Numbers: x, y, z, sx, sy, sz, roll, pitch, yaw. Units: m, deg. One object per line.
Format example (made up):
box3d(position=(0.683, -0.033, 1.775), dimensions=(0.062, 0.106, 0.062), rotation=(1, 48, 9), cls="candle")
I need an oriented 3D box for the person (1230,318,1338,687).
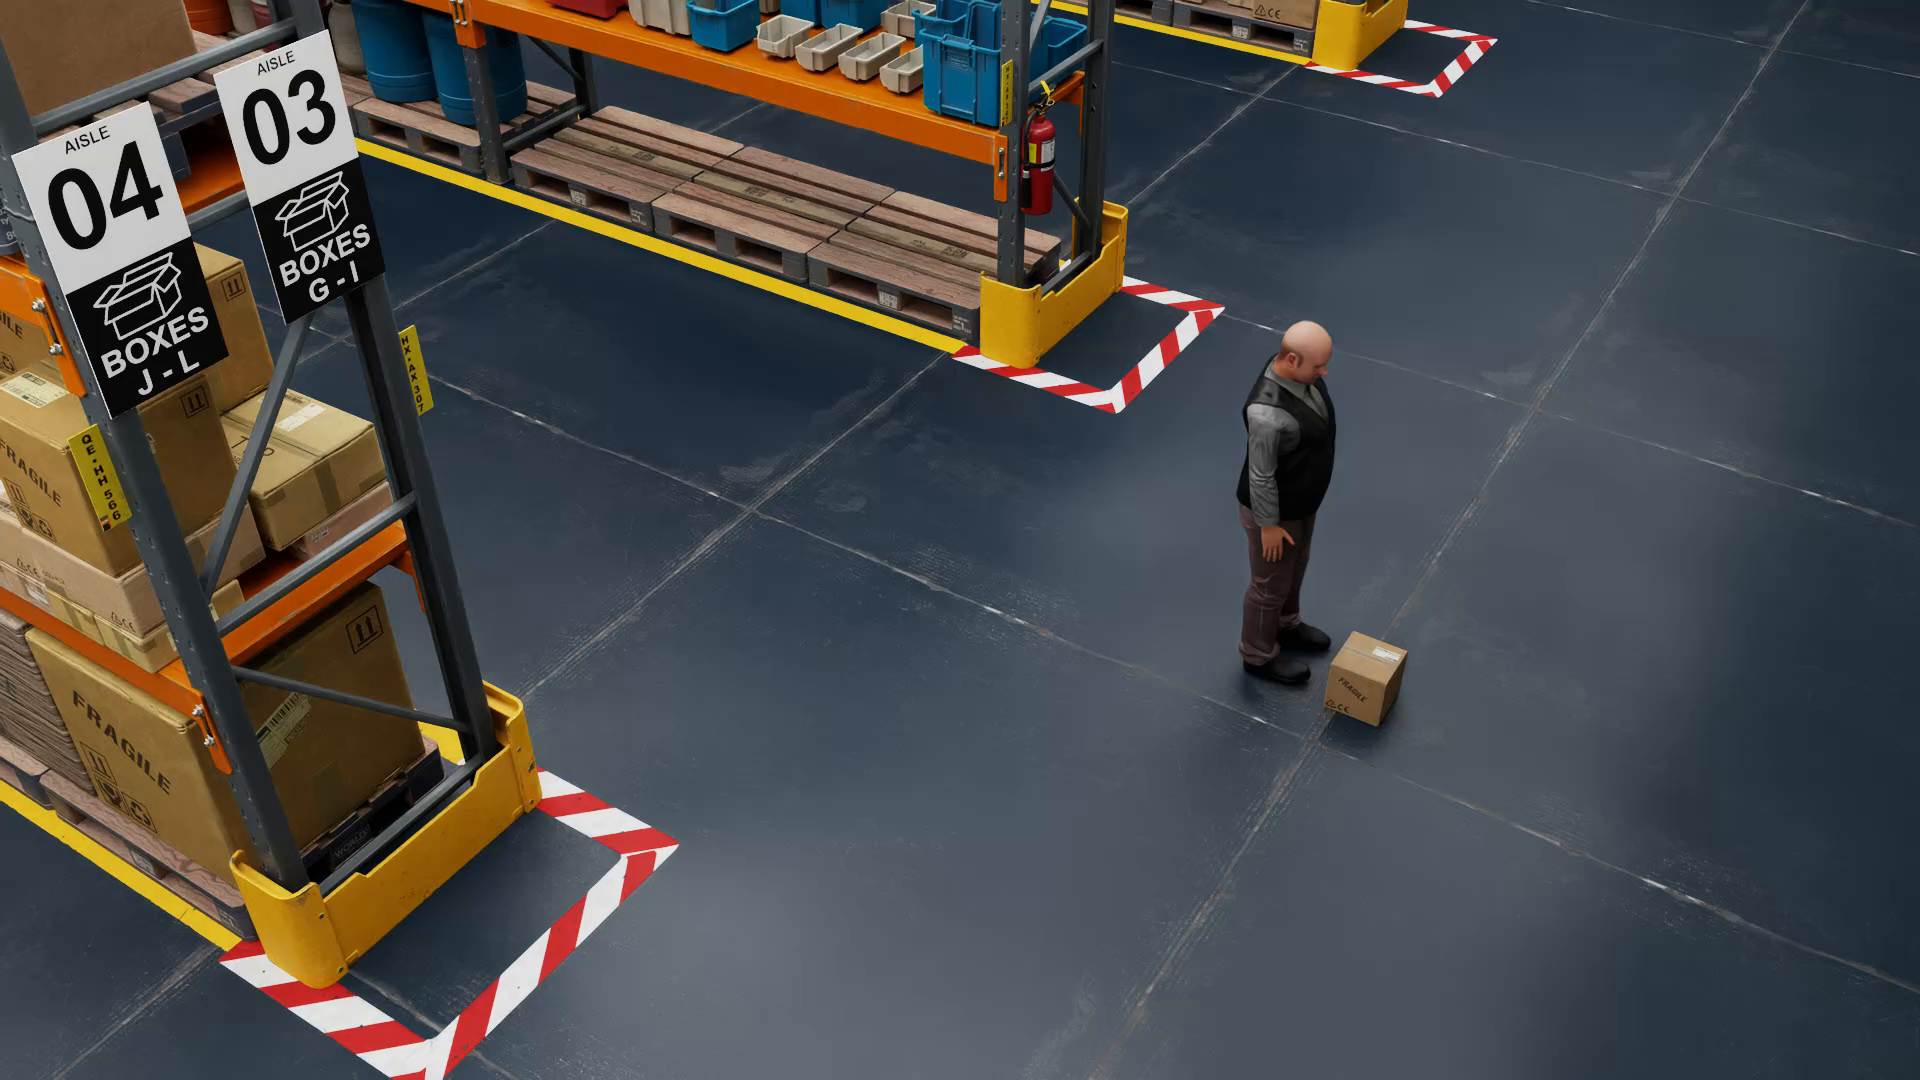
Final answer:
box3d(position=(1.351, -0.150, 6.861), dimensions=(0.416, 1.721, 0.545), rotation=(22, 43, 25), cls="person")
